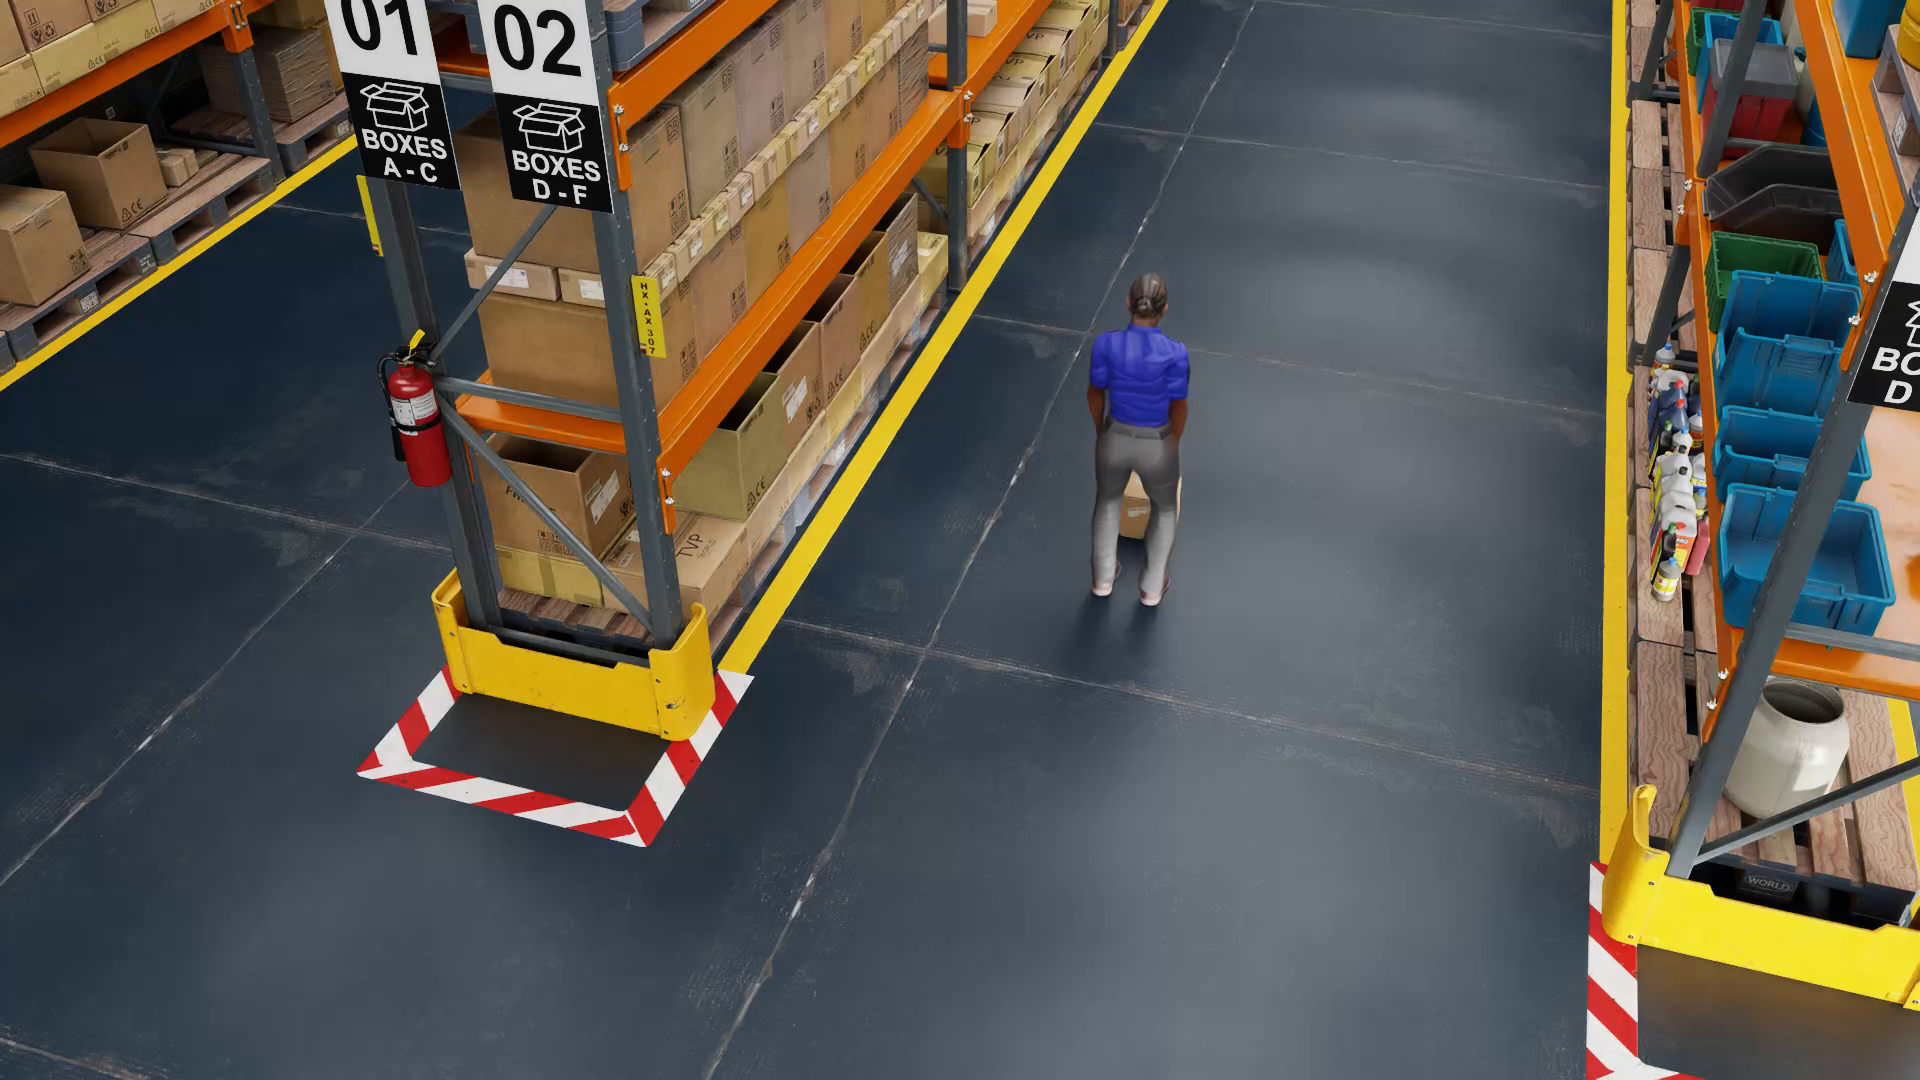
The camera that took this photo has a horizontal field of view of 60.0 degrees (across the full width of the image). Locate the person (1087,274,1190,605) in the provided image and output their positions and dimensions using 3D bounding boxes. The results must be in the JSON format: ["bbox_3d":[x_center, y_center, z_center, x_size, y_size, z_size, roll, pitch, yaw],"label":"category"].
[{"bbox_3d":[0.782,-0.427,7.507,0.457,1.610,0.379,12,39,15],"label":"person"}]
